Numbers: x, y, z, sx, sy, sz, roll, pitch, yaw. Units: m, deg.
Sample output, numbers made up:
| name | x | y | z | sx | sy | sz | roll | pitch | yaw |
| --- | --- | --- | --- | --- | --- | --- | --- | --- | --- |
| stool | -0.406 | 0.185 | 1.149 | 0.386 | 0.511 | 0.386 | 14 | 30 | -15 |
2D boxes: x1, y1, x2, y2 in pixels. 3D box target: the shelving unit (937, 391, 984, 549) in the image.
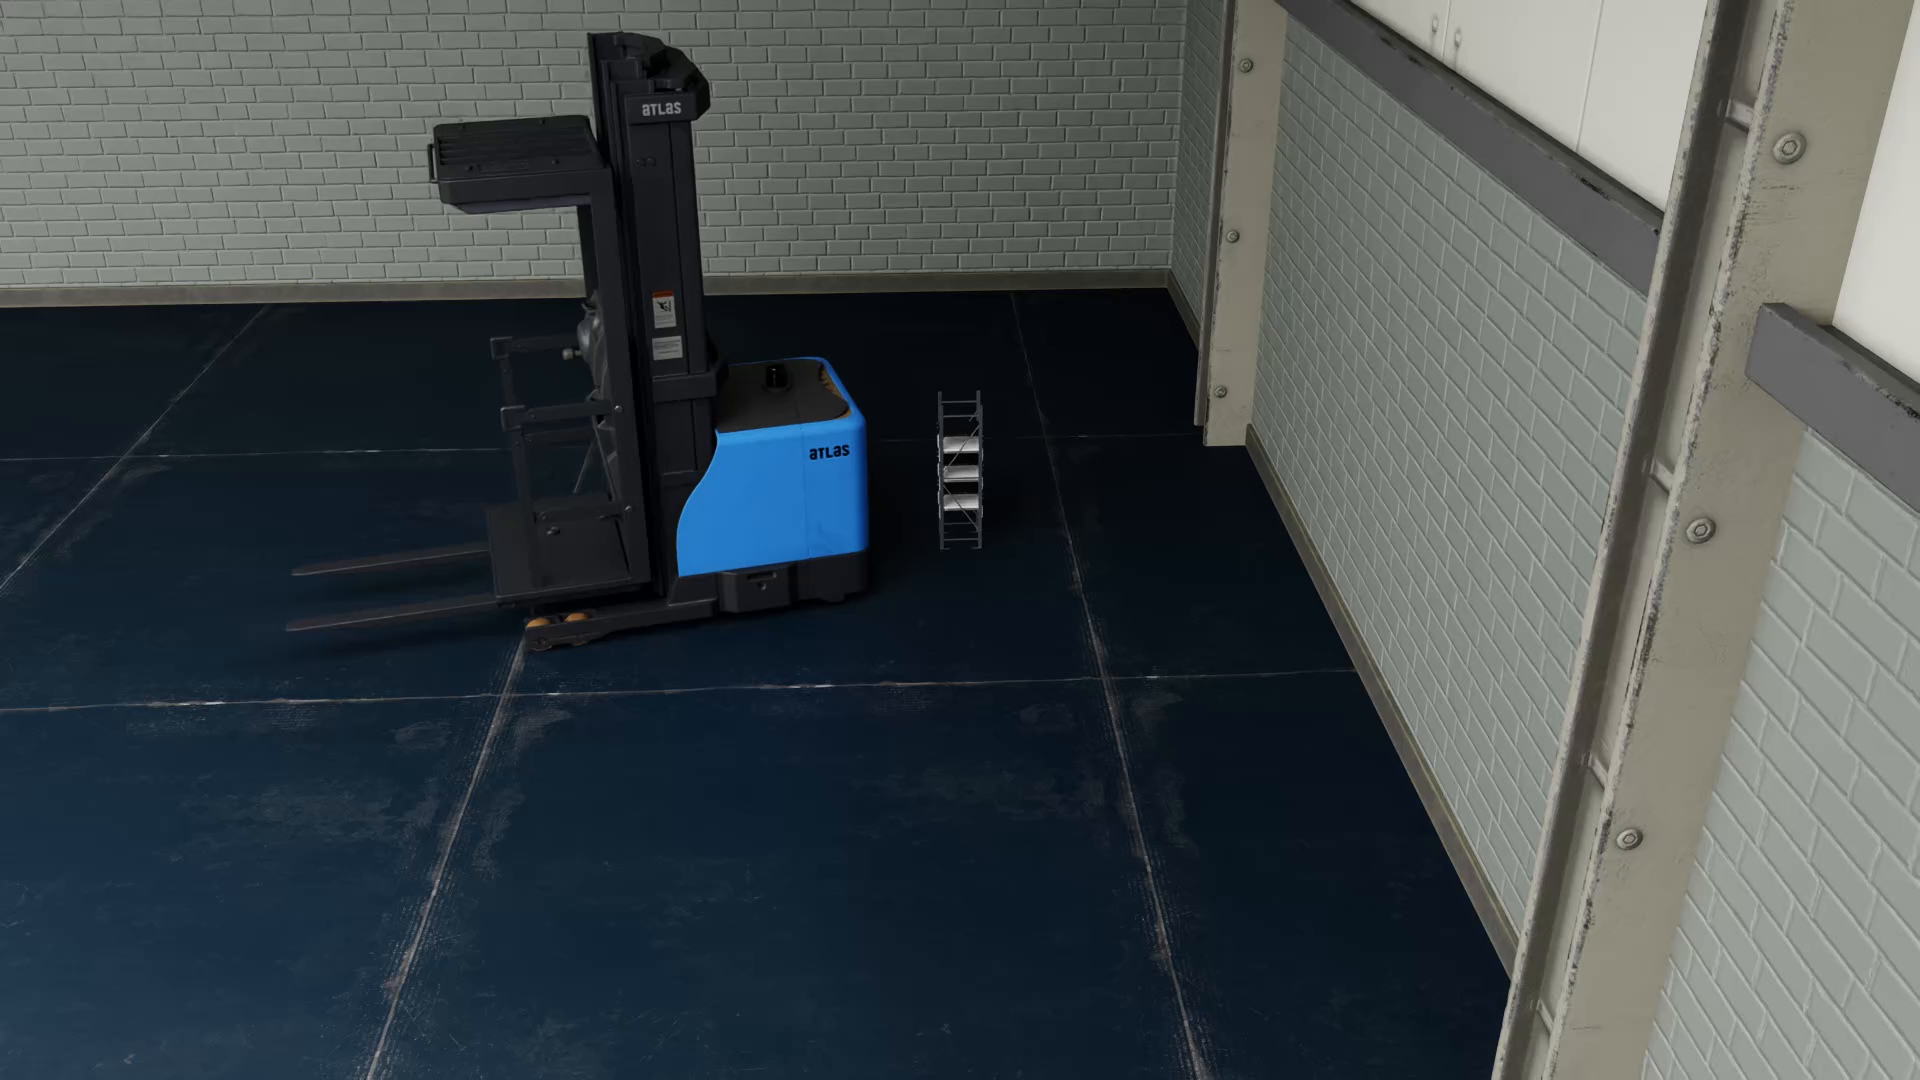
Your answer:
| name | x | y | z | sx | sy | sz | roll | pitch | yaw |
| --- | --- | --- | --- | --- | --- | --- | --- | --- | --- |
| shelving unit | 0.000 | -0.395 | 9.535 | 0.258 | 0.900 | 0.210 | -1 | 28 | -3 |

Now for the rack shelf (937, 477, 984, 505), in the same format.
| name | x | y | z | sx | sy | sz | roll | pitch | yaw |
| --- | --- | --- | --- | --- | --- | --- | --- | --- | --- |
| rack shelf | 0.000 | -0.286 | 9.592 | 0.258 | 0.077 | 0.200 | -1 | 28 | -3 |

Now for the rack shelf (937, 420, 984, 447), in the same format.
| name | x | y | z | sx | sy | sz | roll | pitch | yaw |
| --- | --- | --- | --- | --- | --- | --- | --- | --- | --- |
| rack shelf | 0.000 | -0.605 | 9.425 | 0.258 | 0.077 | 0.200 | -1 | 28 | -3 |

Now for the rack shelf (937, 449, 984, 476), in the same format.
| name | x | y | z | sx | sy | sz | roll | pitch | yaw |
| --- | --- | --- | --- | --- | --- | --- | --- | --- | --- |
| rack shelf | 0.000 | -0.445 | 9.509 | 0.258 | 0.077 | 0.200 | -1 | 28 | -3 |

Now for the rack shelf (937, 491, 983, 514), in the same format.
| name | x | y | z | sx | sy | sz | roll | pitch | yaw |
| --- | --- | --- | --- | --- | --- | --- | --- | --- | --- |
| rack shelf | 0.000 | -0.206 | 9.633 | 0.258 | 0.077 | 0.200 | -1 | 28 | -3 |

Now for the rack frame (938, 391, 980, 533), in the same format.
| name | x | y | z | sx | sy | sz | roll | pitch | yaw |
| --- | --- | --- | --- | --- | --- | --- | --- | --- | --- |
| rack frame | -0.005 | -0.442 | 9.625 | 0.240 | 0.900 | 0.006 | -1 | 28 | -3 |

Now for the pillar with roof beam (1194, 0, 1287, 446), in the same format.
| name | x | y | z | sx | sy | sz | roll | pitch | yaw |
| --- | --- | --- | --- | --- | --- | --- | --- | --- | --- |
| pillar with roof beam | -2.550 | -4.600 | 8.838 | 9.100 | 9.000 | 0.400 | -1 | 28 | -3 |

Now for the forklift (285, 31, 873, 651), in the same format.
| name | x | y | z | sx | sy | sz | roll | pitch | yaw |
| --- | --- | --- | --- | --- | --- | --- | --- | --- | --- |
| forklift | -2.053 | -0.996 | 8.491 | 3.031 | 2.935 | 1.130 | -8 | 29 | -15 |

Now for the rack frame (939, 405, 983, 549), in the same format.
| name | x | y | z | sx | sy | sz | roll | pitch | yaw |
| --- | --- | --- | --- | --- | --- | --- | --- | --- | --- |
| rack frame | 0.006 | -0.348 | 9.445 | 0.240 | 0.900 | 0.006 | -1 | 28 | -3 |

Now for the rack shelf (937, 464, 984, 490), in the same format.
| name | x | y | z | sx | sy | sz | roll | pitch | yaw |
| --- | --- | --- | --- | --- | --- | --- | --- | --- | --- |
| rack shelf | 0.000 | -0.366 | 9.550 | 0.258 | 0.077 | 0.200 | -1 | 28 | -3 |

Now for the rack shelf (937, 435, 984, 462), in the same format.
| name | x | y | z | sx | sy | sz | roll | pitch | yaw |
| --- | --- | --- | --- | --- | --- | --- | --- | --- | --- |
| rack shelf | 0.000 | -0.525 | 9.467 | 0.258 | 0.077 | 0.200 | -1 | 28 | -3 |
